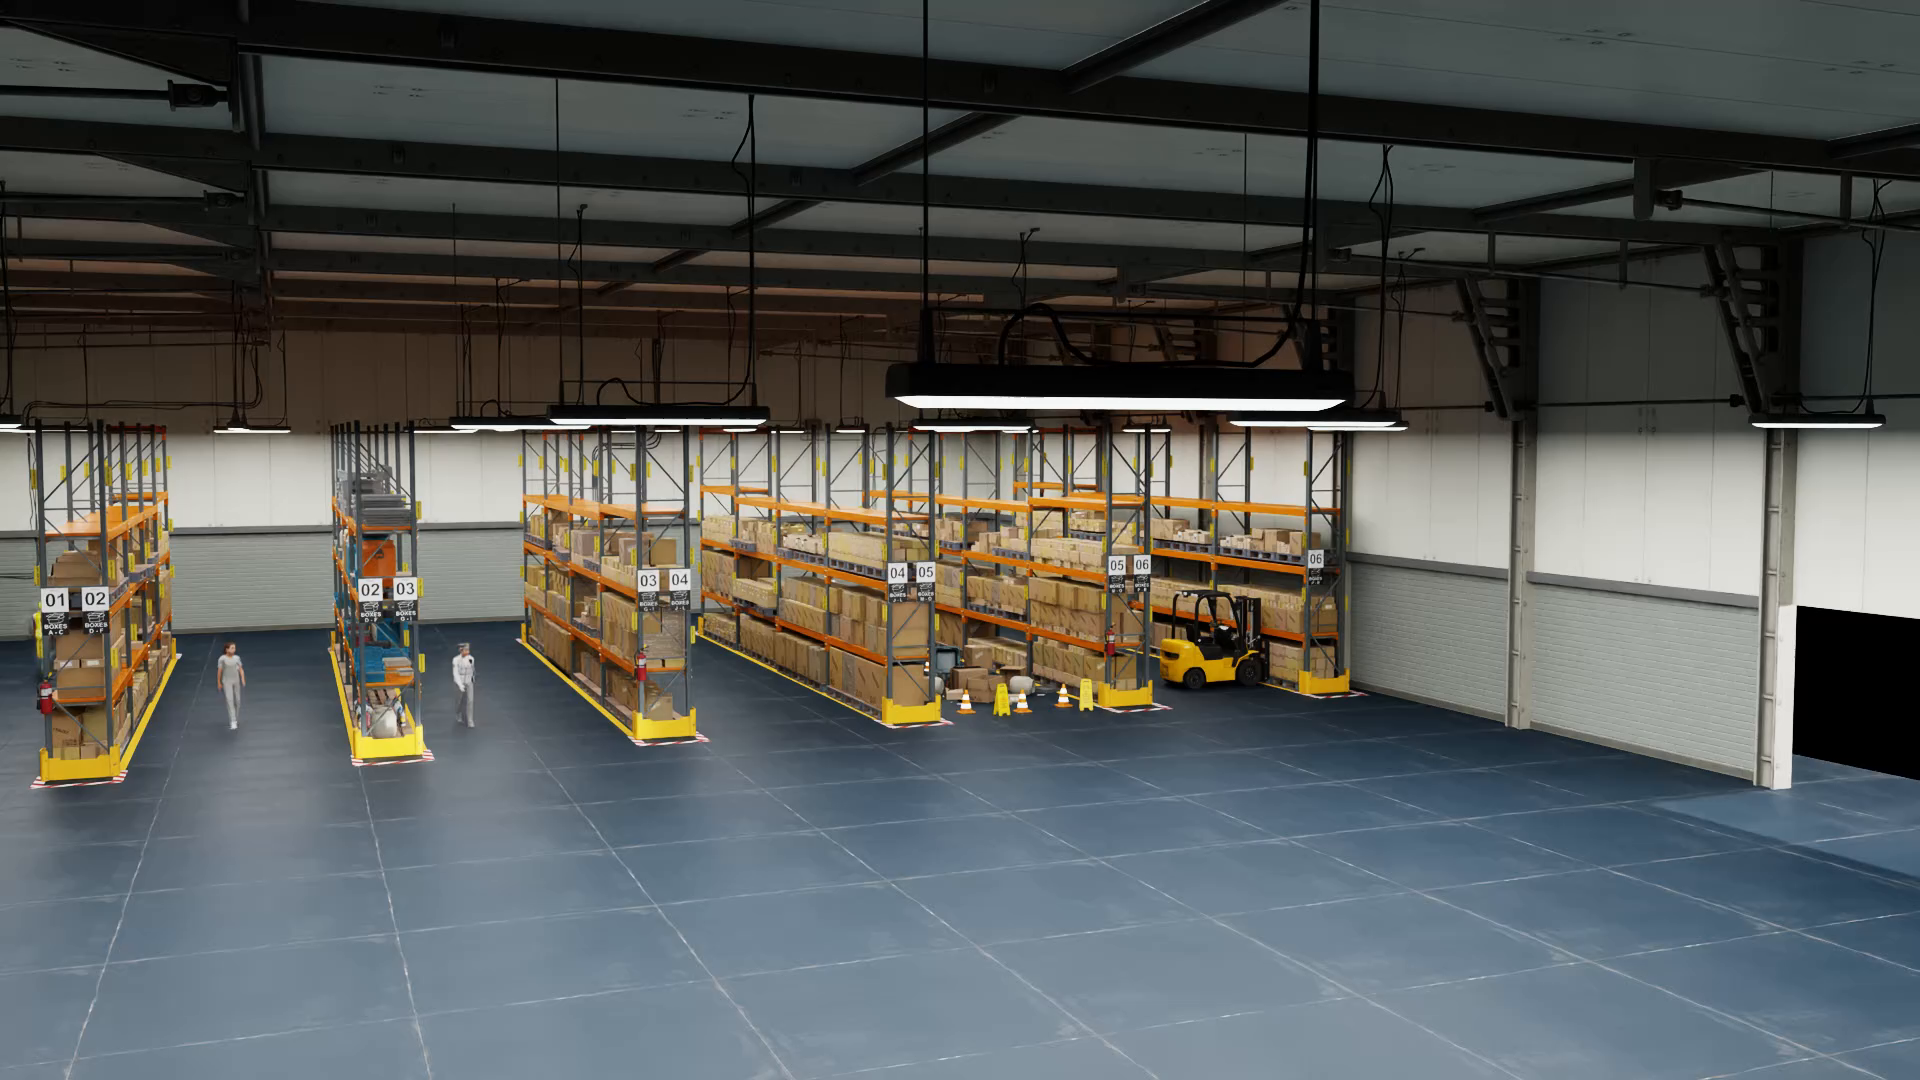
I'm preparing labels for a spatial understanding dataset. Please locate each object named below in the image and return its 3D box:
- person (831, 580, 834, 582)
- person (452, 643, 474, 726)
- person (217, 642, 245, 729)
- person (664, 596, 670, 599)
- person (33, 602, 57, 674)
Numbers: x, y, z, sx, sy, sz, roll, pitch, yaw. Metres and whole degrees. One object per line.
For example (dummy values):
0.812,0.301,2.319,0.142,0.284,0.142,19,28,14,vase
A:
-3.994,1.769,50.064,0.556,1.651,0.686,1,4,12,person
-9.804,2.840,32.938,0.467,1.616,0.934,-2,4,-32,person
-14.323,2.849,32.823,0.739,1.659,0.465,3,5,42,person
-8.185,1.992,46.333,0.666,1.682,0.650,-1,4,-13,person
-21.999,2.334,39.942,0.579,1.738,0.485,0,4,-2,person
